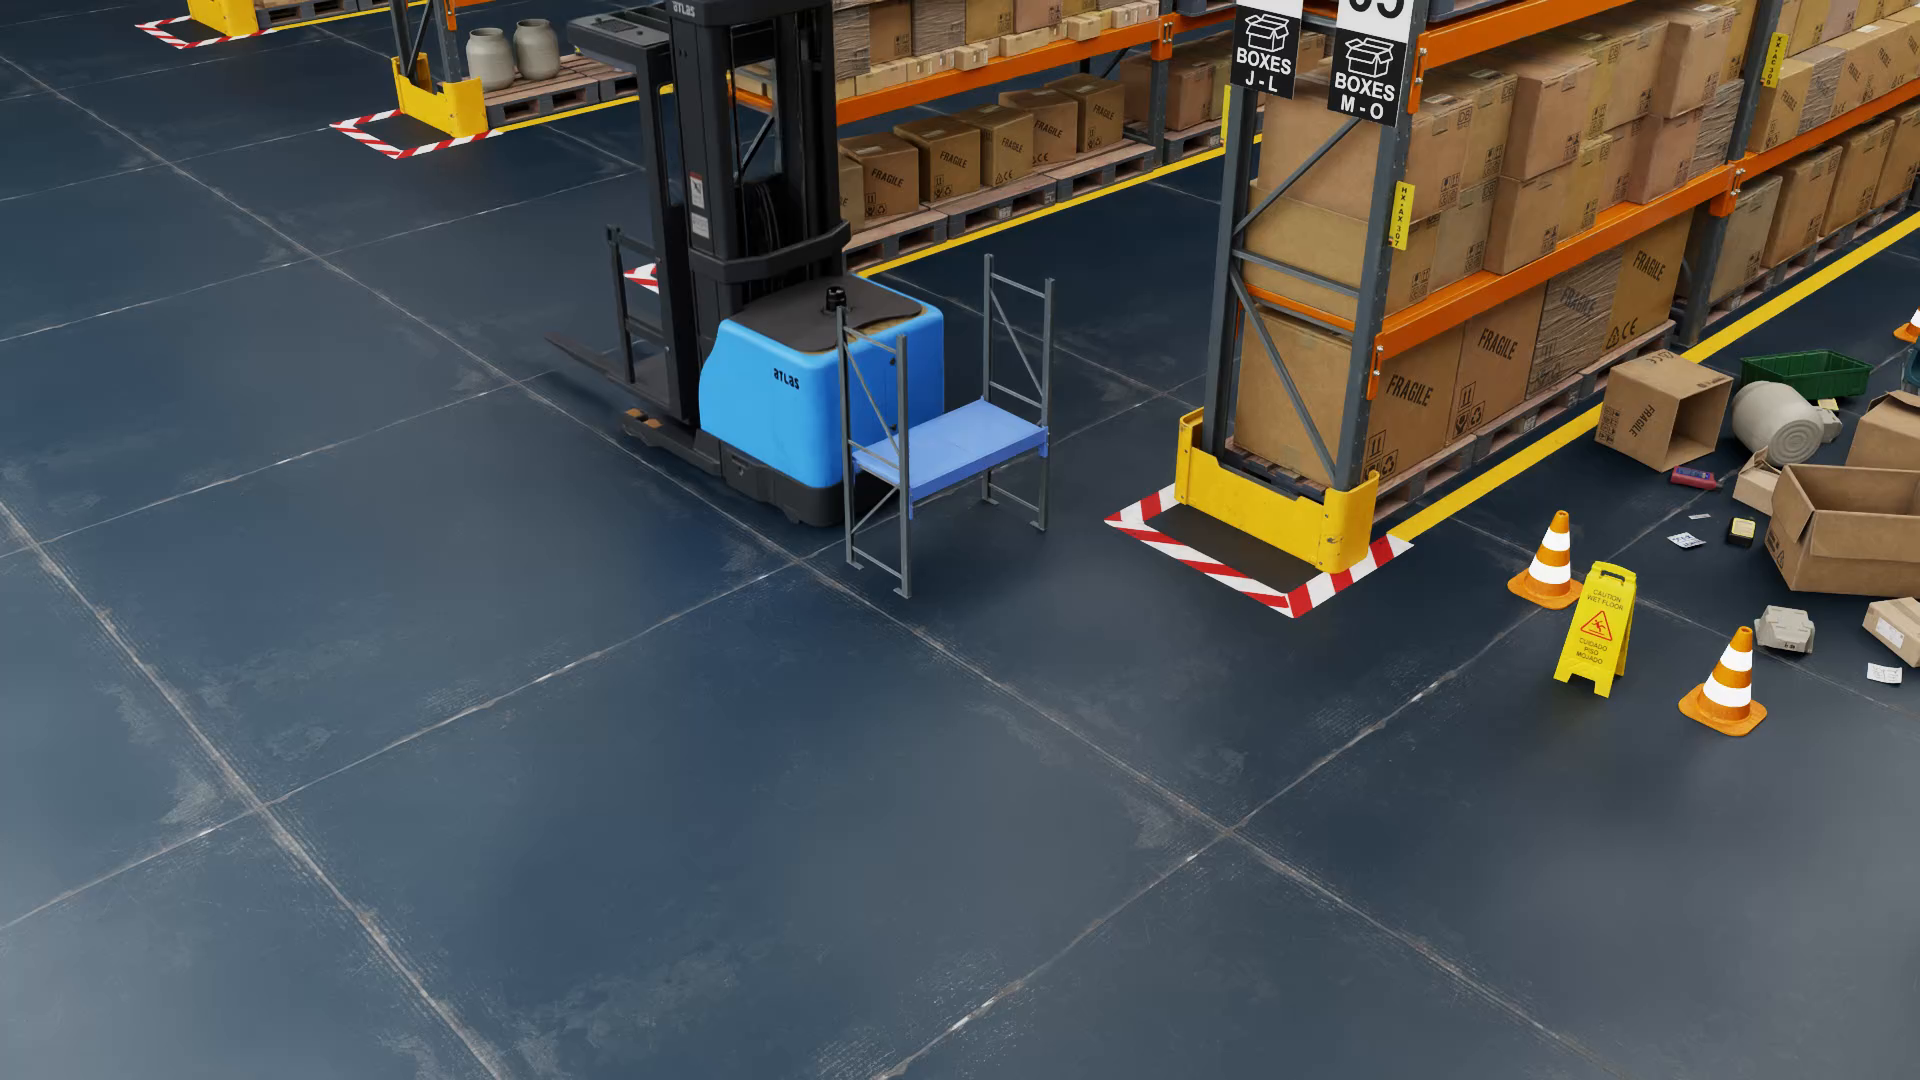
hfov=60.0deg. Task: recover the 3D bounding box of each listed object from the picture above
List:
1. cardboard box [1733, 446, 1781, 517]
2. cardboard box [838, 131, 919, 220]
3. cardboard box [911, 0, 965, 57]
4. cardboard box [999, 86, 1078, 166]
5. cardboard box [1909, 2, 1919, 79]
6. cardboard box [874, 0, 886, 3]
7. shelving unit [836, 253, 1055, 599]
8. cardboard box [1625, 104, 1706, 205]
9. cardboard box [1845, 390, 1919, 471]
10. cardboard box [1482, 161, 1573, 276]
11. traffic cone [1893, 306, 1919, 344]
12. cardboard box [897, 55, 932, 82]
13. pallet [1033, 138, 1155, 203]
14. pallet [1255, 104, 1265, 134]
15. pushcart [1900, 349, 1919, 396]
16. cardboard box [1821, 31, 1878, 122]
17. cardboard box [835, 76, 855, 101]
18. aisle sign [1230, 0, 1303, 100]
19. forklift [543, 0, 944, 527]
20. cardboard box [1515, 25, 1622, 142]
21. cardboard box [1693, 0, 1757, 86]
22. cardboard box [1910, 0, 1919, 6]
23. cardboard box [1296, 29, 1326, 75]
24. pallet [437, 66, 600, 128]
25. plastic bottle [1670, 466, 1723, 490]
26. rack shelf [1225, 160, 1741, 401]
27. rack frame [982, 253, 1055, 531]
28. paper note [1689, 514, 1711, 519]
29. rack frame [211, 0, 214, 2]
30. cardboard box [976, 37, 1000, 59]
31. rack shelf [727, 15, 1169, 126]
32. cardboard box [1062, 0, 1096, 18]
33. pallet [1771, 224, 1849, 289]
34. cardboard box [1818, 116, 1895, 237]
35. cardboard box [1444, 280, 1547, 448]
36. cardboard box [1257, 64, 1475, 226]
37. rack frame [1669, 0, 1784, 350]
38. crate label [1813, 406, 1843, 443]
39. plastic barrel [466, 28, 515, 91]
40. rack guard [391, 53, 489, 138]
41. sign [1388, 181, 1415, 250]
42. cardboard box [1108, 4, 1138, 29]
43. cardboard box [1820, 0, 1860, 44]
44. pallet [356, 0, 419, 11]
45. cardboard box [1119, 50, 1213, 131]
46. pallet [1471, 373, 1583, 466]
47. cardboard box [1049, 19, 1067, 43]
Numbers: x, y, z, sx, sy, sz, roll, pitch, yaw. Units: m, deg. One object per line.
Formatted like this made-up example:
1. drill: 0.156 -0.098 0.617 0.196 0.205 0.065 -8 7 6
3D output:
1. cardboard box: 4.682 -0.314 9.509 0.258 0.266 0.396 -19 36 -28
2. cardboard box: -0.657 -2.862 13.049 0.500 0.500 0.500 -15 35 -23
3. cardboard box: -0.438 -4.047 12.613 0.500 0.500 0.875 -26 40 -35
4. cardboard box: 0.657 -3.508 14.105 0.500 0.500 0.500 -13 34 -21
5. cardboard box: 7.109 -3.817 12.522 0.500 0.500 0.500 -26 40 -35
6. cardboard box: -0.581 -4.171 11.856 0.500 0.500 0.500 -26 40 -35
7. shelving unit: -0.063 -0.610 8.809 1.048 1.500 0.538 -26 40 -35
8. cardboard box: 4.040 -2.520 10.351 0.550 0.550 0.875 -26 40 -35
9. cardboard box: 5.444 -0.437 9.353 0.503 0.637 0.797 -26 40 -35
10. cardboard box: 2.883 -1.943 9.408 0.550 0.550 0.875 -26 40 -35
11. traffic cone: 6.701 -1.610 11.440 0.334 0.463 0.336 -26 40 -35
12. cardboard box: -0.423 -3.559 12.435 0.250 0.149 0.380 -26 40 -35
13. pallet: 0.924 -3.287 14.422 1.213 0.211 1.003 -26 40 -35
14. pallet: 2.857 -4.250 15.998 1.213 0.211 1.003 -26 40 -35
15. pushcart: 6.543 -0.673 9.988 1.648 0.377 0.936 15 34 23
16. cardboard box: 5.997 -3.277 11.637 0.500 0.500 0.500 -26 40 -36
17. cardboard box: -0.973 -3.293 12.001 0.250 0.149 0.380 -26 40 -35
18. aisle sign: 1.501 -2.575 8.093 0.004 0.787 0.394 -26 40 -35
19. forklift: -1.472 -1.992 9.698 1.130 2.935 3.031 -27 41 -37
20. cardboard box: 3.200 -2.632 9.500 0.500 0.550 0.875 -26 40 -35
21. cardboard box: 4.397 -3.202 10.432 0.550 0.550 0.875 -26 40 -35
22. cardboard box: 6.918 -4.347 12.430 0.500 0.500 0.700 -26 40 -36
23. cardboard box: 3.039 -4.617 15.900 0.500 0.500 0.700 -22 38 -32
24. pallet: -4.285 -4.345 16.154 1.213 0.211 1.003 -26 40 -35
25. plastic bottle: 4.338 -0.358 9.777 0.283 0.061 0.133 15 34 23
26. rack shelf: 3.224 -1.778 9.973 4.000 0.370 1.077 -26 40 -35
27. rack frame: 0.310 -0.790 9.104 0.032 1.500 0.500 -26 40 -35
28. paper note: 4.209 -0.134 9.459 0.123 0.001 0.032 -7 32 -11
29. rack frame: -8.274 -7.100 17.986 0.127 3.000 1.000 -26 40 -35
30. cardboard box: 0.089 -3.846 12.906 0.250 0.149 0.380 -26 40 -35
31. rack shelf: -0.074 -3.712 13.134 4.000 0.370 1.077 -26 40 -35
32. cardboard box: 0.630 -4.598 13.513 0.500 0.500 0.875 -26 40 -35
33. pallet: 6.100 -2.343 12.879 1.213 0.211 1.003 -26 40 -35
34. cardboard box: 6.477 -2.940 12.937 0.750 0.750 1.050 -25 39 -35
35. cardboard box: 2.854 -1.227 10.016 0.875 0.875 0.875 -27 40 -36
36. cardboard box: 2.056 -2.017 8.495 0.550 0.550 0.875 -26 40 -35
37. rack frame: 4.691 -2.795 10.945 0.127 3.000 1.000 -26 40 -35
38. crate label: 5.290 -0.723 10.302 0.298 0.136 0.250 4 32 6
39. plastic barrel: -4.478 -4.584 15.854 0.421 0.512 0.421 0 31 0
40. rack guard: -4.885 -4.182 15.611 0.348 0.500 1.175 -26 40 -35
41. sign: 2.130 -1.565 8.028 0.005 0.325 0.100 -26 40 -35
42. cardboard box: 1.245 -4.347 13.725 0.250 0.149 0.380 -26 40 -35
43. cardboard box: 5.797 -3.805 11.542 0.500 0.500 0.700 -25 40 -35
44. pallet: -6.847 -6.628 19.887 1.213 0.211 1.003 -26 40 -35
45. cardboard box: 1.857 -4.059 14.987 0.700 0.500 0.500 26 40 35
46. pallet: 3.185 -0.930 10.569 1.213 0.211 1.003 -26 40 -35
47. cardboard box: 0.640 -4.112 13.340 0.250 0.149 0.380 -26 40 -35
